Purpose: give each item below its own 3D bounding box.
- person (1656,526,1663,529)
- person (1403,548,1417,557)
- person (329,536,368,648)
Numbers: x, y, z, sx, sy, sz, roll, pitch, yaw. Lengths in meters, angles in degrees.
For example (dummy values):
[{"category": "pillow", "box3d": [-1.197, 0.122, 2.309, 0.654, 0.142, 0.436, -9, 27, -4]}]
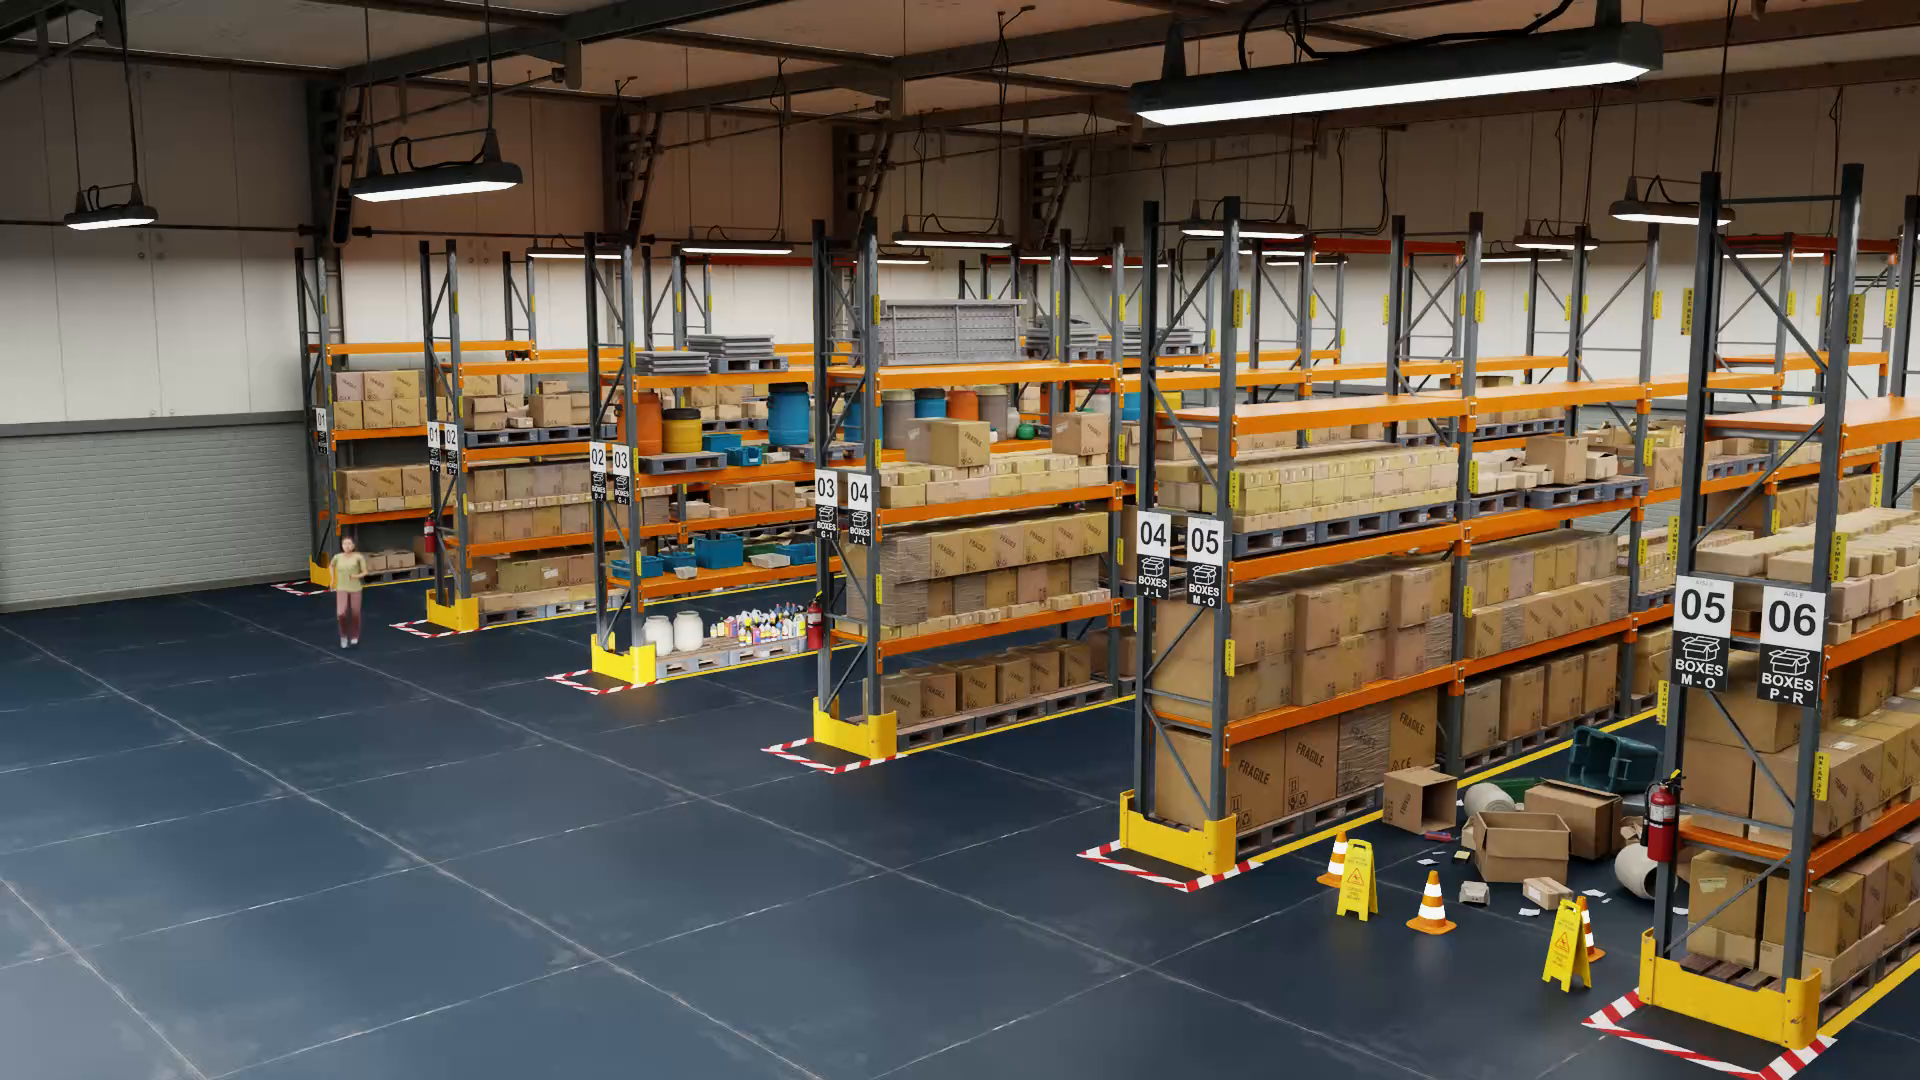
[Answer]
[{"category": "person", "box3d": [10.922, 0.598, 25.855, 0.677, 1.646, 0.599, -7, 11, -39]}, {"category": "person", "box3d": [6.338, 0.925, 23.490, 0.695, 1.703, 0.576, -8, 12, -44]}, {"category": "person", "box3d": [-8.986, 0.762, 24.455, 0.555, 1.656, 0.658, -2, 9, -15]}]
